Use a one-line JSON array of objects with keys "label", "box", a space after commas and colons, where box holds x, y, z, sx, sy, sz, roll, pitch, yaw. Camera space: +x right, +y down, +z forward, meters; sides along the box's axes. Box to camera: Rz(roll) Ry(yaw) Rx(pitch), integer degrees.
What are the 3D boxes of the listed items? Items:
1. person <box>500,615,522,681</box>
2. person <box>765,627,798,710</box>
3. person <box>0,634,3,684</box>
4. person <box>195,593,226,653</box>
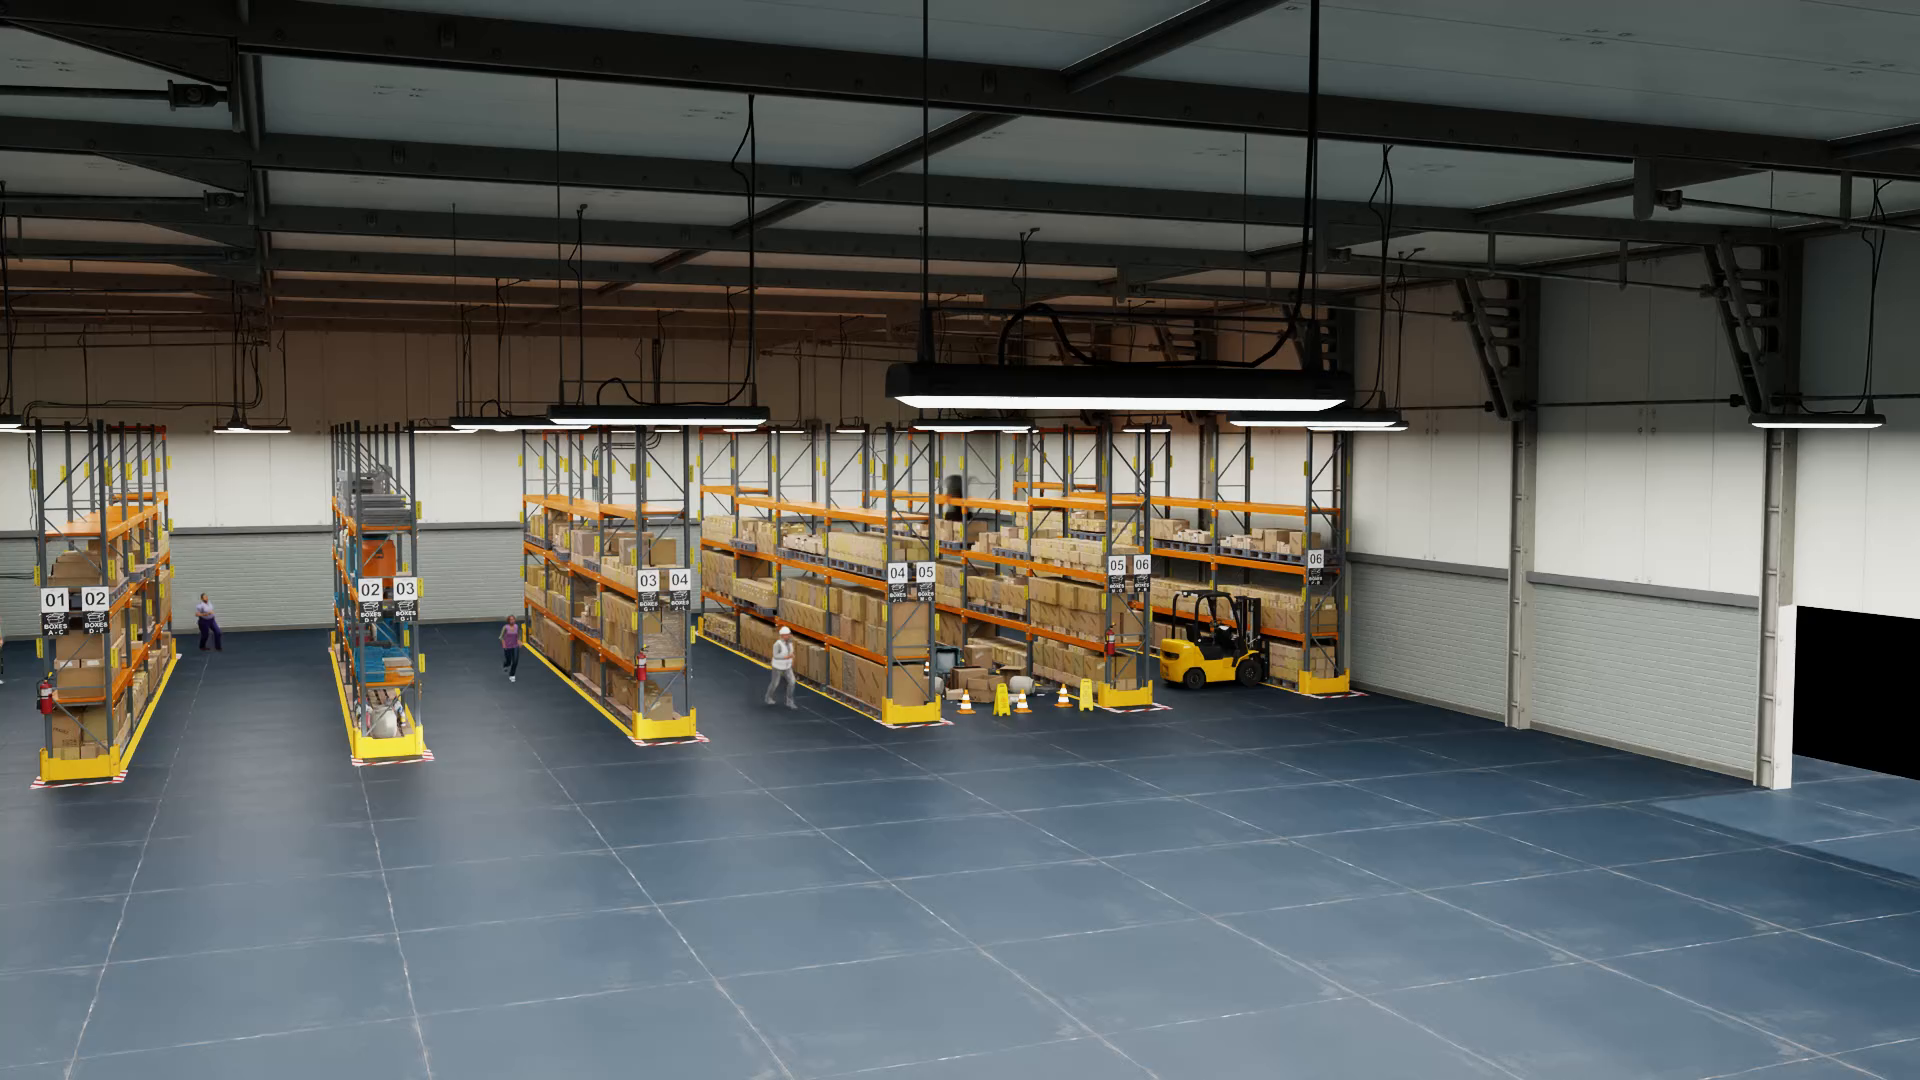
[{"label": "person", "box": [-10.551, 2.519, 39.028, 0.517, 1.559, 0.659, -2, 4, -28]}, {"label": "person", "box": [-3.743, 2.675, 34.917, 0.652, 1.751, 0.975, -3, 5, -42]}, {"label": "person", "box": [-22.088, 2.603, 37.860, 0.789, 1.540, 0.626, 3, 5, 41]}, {"label": "person", "box": [-19.898, 2.204, 43.848, 0.697, 1.655, 0.755, 2, 4, 24]}]
